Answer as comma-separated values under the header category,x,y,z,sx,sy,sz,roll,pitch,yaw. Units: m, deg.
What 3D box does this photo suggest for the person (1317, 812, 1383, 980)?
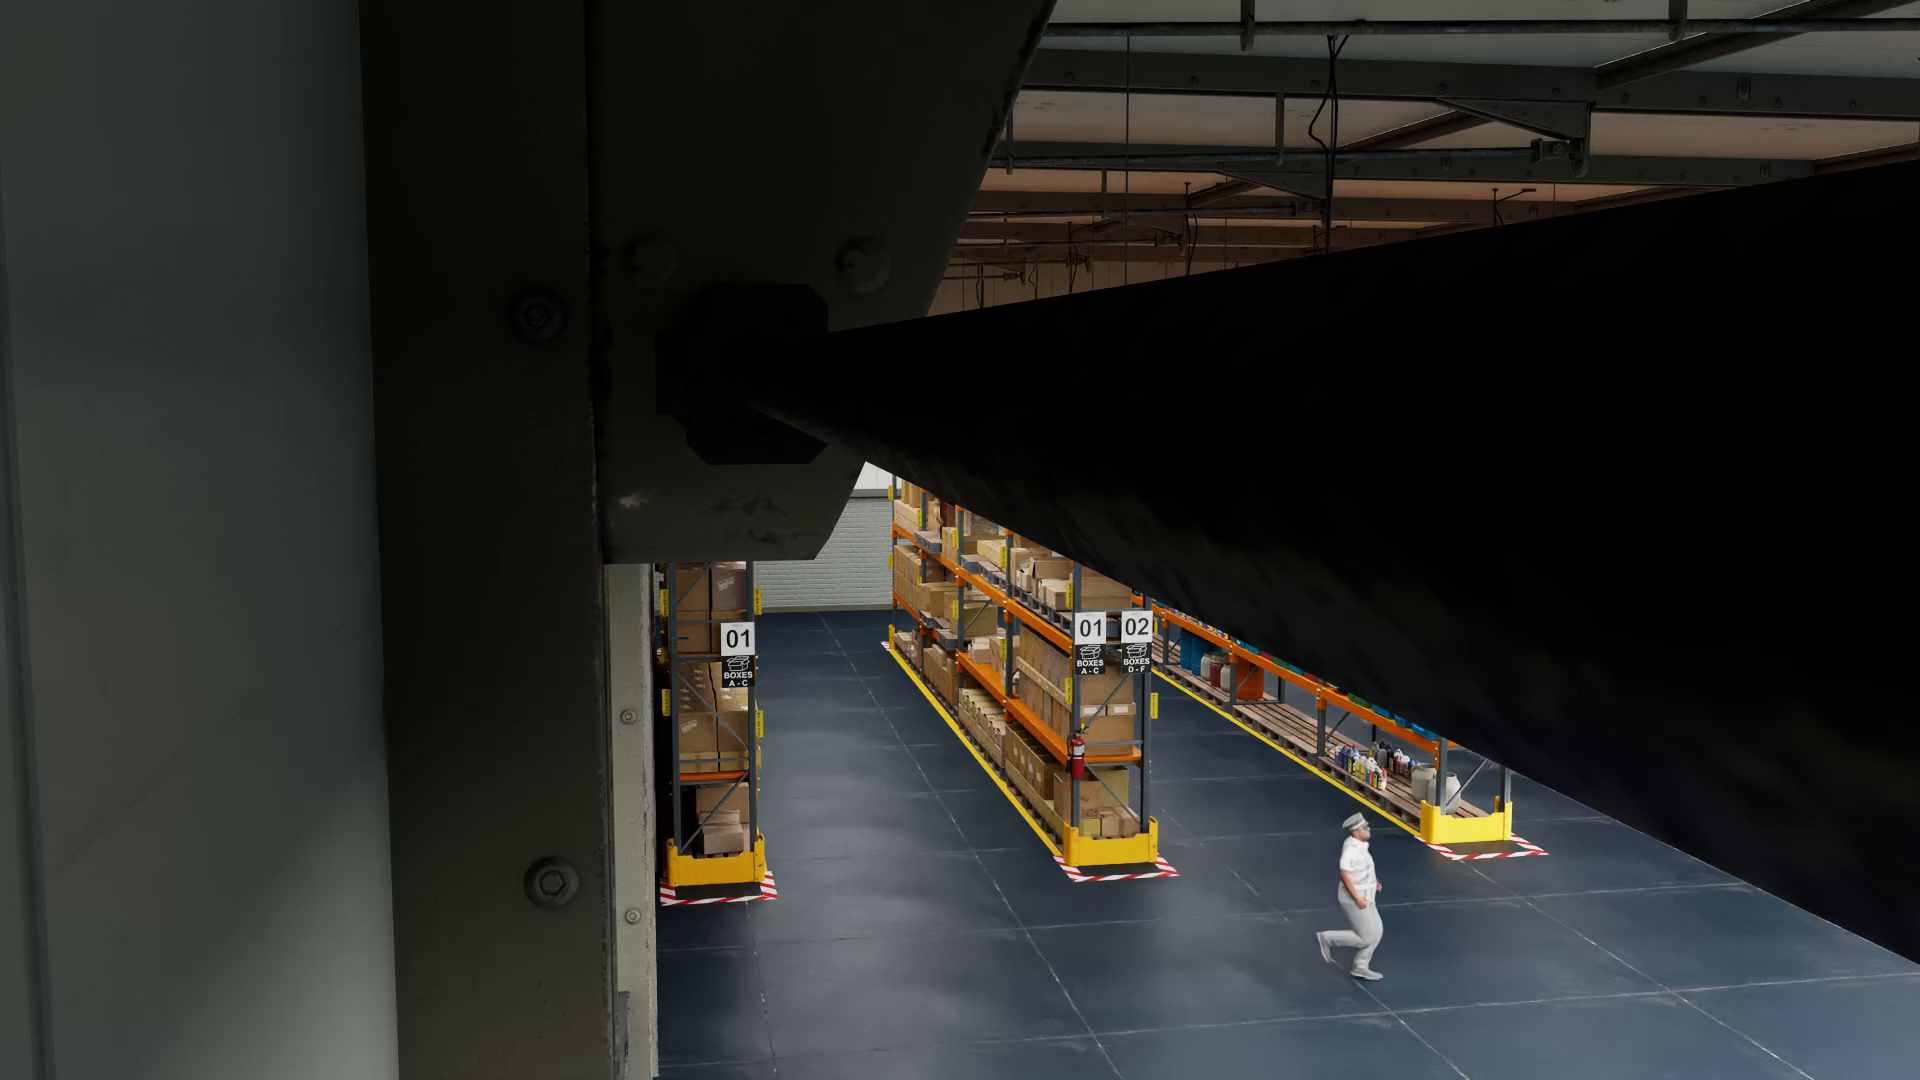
category,x,y,z,sx,sy,sz,roll,pitch,yaw
person,4.012,3.641,17.040,0.659,1.746,0.683,2,6,17

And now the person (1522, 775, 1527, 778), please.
category,x,y,z,sx,sy,sz,roll,pitch,yaw
person,8.570,2.796,25.381,0.649,1.654,0.660,-3,7,-22
